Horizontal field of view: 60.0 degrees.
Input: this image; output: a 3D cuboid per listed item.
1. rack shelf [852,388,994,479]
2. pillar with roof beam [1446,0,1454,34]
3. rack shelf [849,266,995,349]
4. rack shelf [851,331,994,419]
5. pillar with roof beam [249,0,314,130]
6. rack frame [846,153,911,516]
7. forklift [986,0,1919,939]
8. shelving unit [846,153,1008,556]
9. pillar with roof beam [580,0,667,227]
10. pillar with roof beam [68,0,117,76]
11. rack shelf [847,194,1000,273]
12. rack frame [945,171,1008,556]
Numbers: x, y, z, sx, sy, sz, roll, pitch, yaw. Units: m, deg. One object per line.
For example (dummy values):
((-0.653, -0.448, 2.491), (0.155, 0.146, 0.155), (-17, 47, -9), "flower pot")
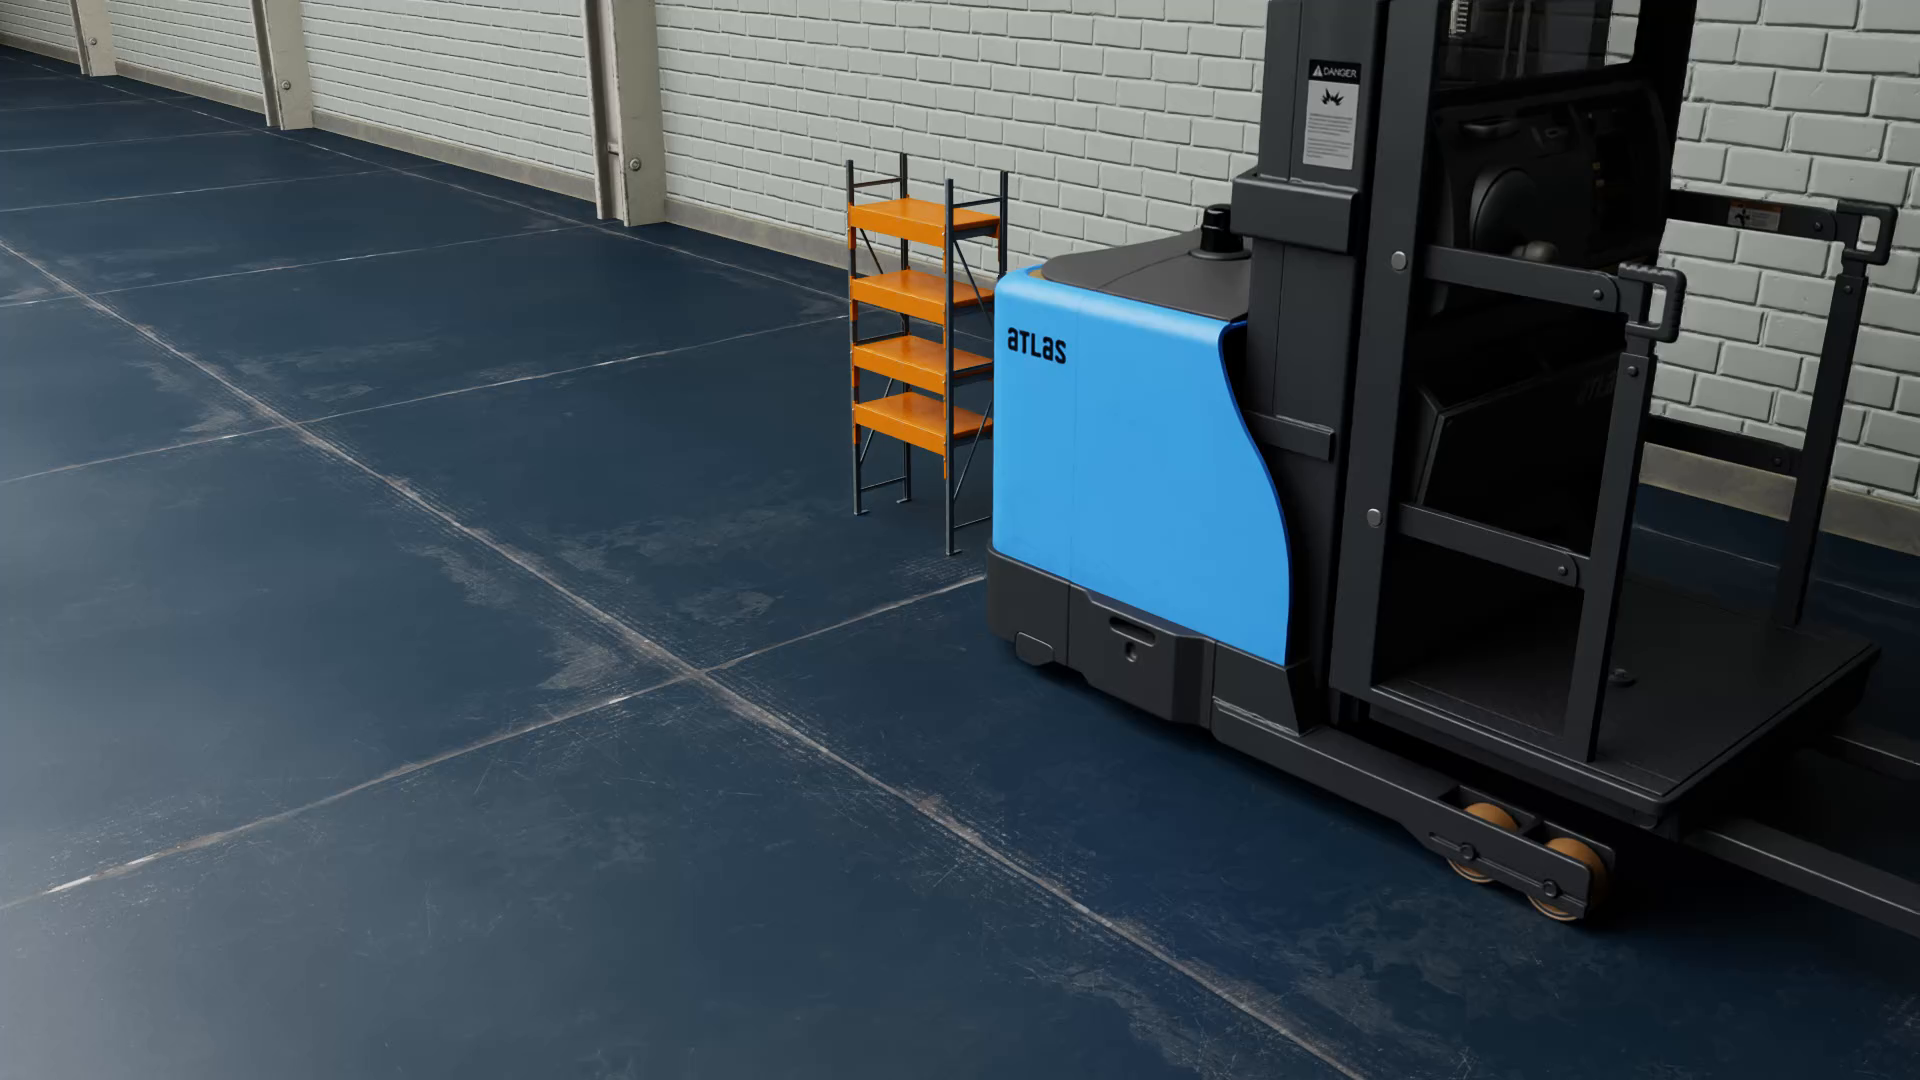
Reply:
((-0.108, -0.357, 5.479), (0.258, 0.148, 0.480), (-17, 27, -37), "rack shelf")
((-1.467, -3.591, 2.312), (9.100, 9.000, 0.400), (-17, 27, -37), "pillar with roof beam")
((-0.108, -0.750, 5.325), (0.258, 0.148, 0.480), (-17, 27, -37), "rack shelf")
((-0.108, -0.542, 5.406), (0.258, 0.148, 0.480), (-17, 27, -37), "rack shelf")
((-9.300, -6.906, 10.777), (9.100, 9.000, 0.400), (-17, 27, -37), "pillar with roof beam")
((-0.267, -0.672, 5.554), (0.240, 1.200, 0.015), (-17, 27, -37), "rack frame")
((1.439, -0.784, 3.466), (1.130, 2.935, 3.031), (-18, 28, -39), "forklift")
((-0.108, -0.604, 5.382), (0.258, 1.200, 0.503), (-17, 27, -37), "shelving unit")
((-5.383, -5.248, 6.545), (9.100, 9.000, 0.400), (-17, 27, -37), "pillar with roof beam")
((-13.216, -8.564, 15.009), (9.100, 9.000, 0.400), (-17, 27, -37), "pillar with roof beam")
((-0.108, -0.970, 5.239), (0.258, 0.148, 0.480), (-17, 27, -37), "rack shelf")
((0.051, -0.537, 5.210), (0.240, 1.200, 0.015), (-17, 27, -37), "rack frame")
